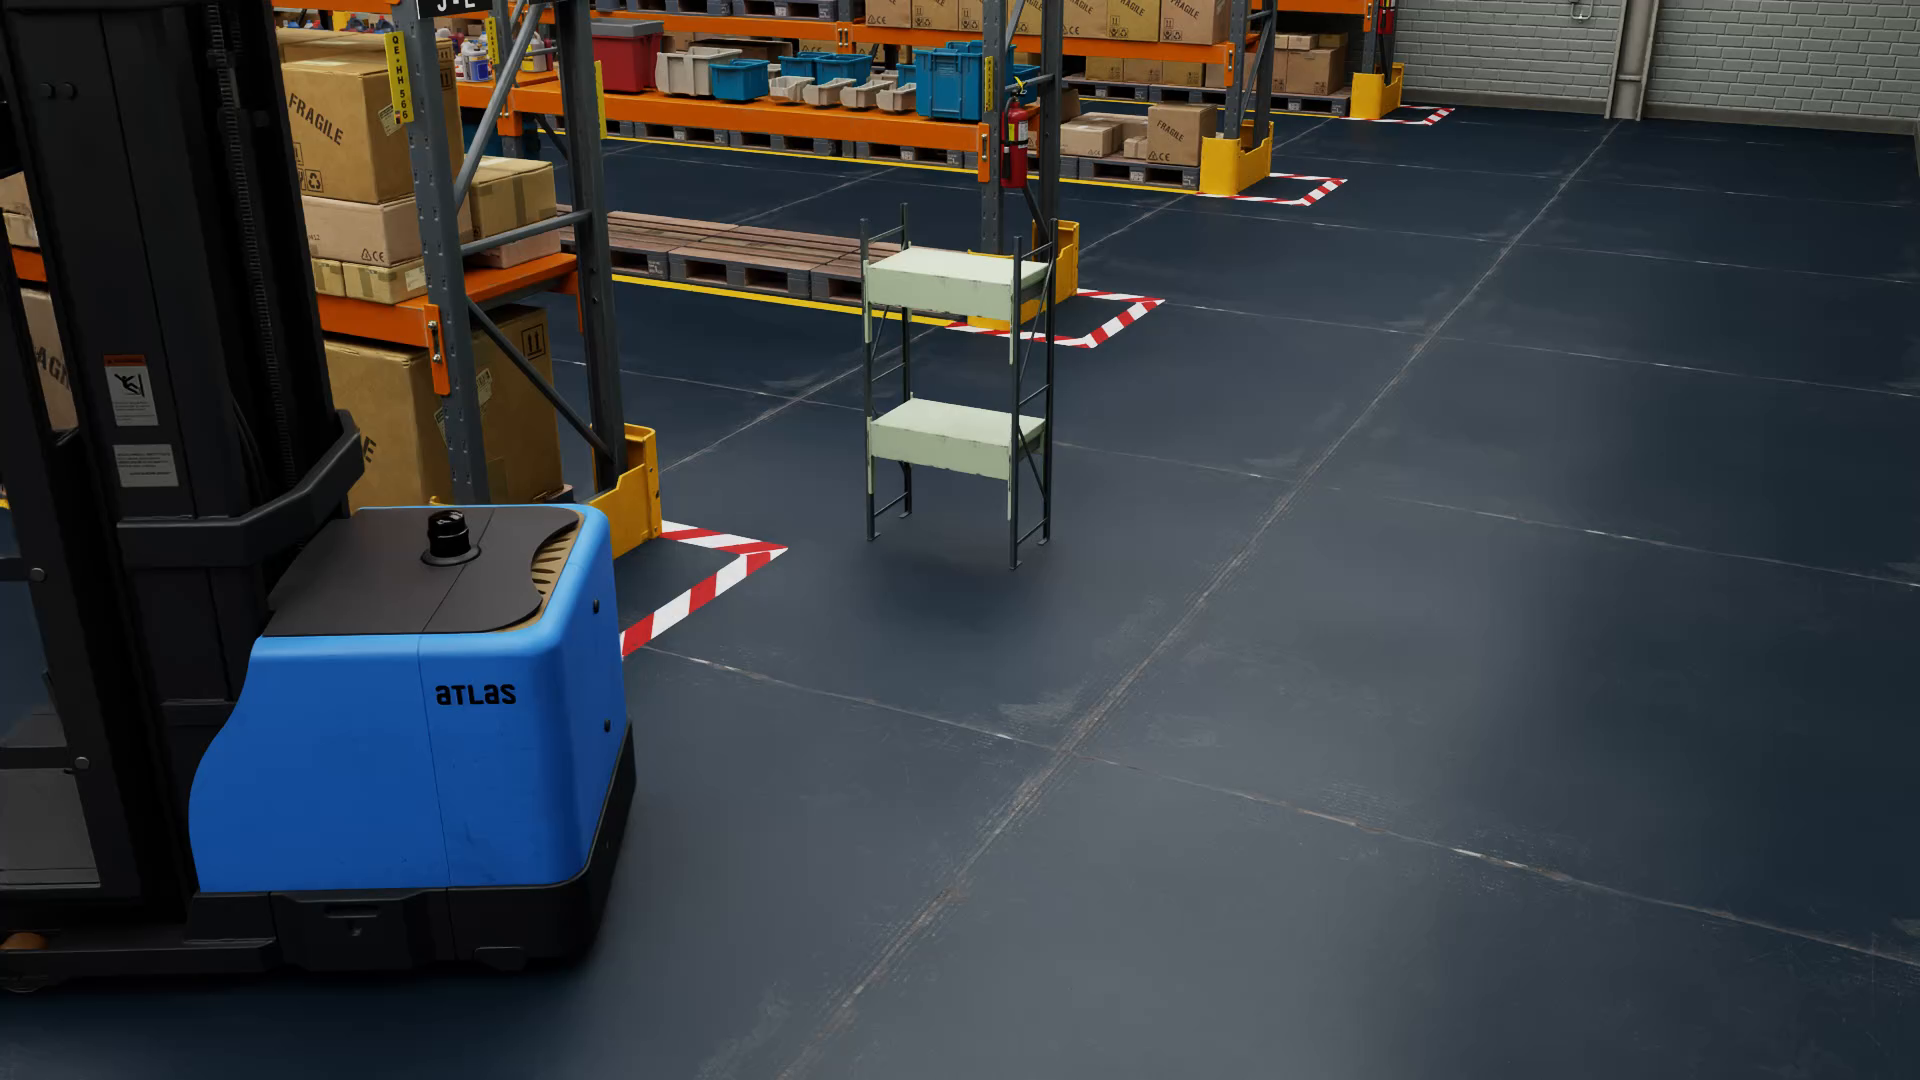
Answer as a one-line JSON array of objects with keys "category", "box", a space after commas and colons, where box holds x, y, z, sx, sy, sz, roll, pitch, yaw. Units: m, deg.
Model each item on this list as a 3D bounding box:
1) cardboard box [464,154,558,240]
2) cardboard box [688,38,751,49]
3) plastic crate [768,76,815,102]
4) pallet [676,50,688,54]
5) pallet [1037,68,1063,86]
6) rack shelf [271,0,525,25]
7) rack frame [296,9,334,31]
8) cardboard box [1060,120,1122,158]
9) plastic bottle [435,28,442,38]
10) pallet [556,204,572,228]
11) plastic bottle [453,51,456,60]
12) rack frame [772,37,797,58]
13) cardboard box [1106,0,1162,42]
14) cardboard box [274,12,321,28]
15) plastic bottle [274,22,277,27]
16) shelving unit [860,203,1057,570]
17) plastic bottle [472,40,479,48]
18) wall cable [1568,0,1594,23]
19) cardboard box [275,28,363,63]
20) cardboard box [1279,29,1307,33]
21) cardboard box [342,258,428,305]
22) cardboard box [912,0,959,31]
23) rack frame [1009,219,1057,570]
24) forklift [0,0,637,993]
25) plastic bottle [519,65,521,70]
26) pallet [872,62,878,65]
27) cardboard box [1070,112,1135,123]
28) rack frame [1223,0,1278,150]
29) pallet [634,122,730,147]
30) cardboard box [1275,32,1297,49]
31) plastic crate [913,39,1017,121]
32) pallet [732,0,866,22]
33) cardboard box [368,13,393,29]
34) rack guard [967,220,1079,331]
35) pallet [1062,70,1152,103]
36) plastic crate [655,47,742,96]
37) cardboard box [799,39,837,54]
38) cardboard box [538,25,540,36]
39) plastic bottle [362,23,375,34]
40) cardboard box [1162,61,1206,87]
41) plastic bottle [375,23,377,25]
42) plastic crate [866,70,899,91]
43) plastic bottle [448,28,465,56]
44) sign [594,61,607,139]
[{"category": "cardboard box", "box": [-2.124, -1.504, 7.265, 0.500, 0.250, 0.500, 10, 25, 23]}, {"category": "cardboard box", "box": [-2.576, -5.255, 17.948, 0.500, 0.250, 0.500, 11, 25, 24]}, {"category": "plastic crate", "box": [-1.176, -3.117, 11.506, 0.250, 0.136, 0.298, 11, 25, 25]}, {"category": "pallet", "box": [-4.034, -6.931, 23.777, 1.213, 0.211, 1.003, 11, 25, 25]}, {"category": "pallet", "box": [0.595, -5.980, 21.542, 1.213, 0.211, 1.003, 11, 25, 25]}, {"category": "rack shelf", "box": [-6.269, -6.151, 19.300, 4.000, 0.370, 1.077, 11, 25, 25]}, {"category": "rack frame", "box": [-8.054, -6.835, 19.989, 0.127, 3.000, 1.000, 11, 25, 25]}, {"category": "cardboard box", "box": [1.225, -3.842, 15.901, 0.500, 0.250, 0.500, 11, 25, 25]}, {"category": "plastic bottle", "box": [-4.055, -3.769, 12.842, 0.185, 0.351, 0.144, 11, 25, 25]}, {"category": "pallet", "box": [-3.822, -2.561, 13.502, 1.213, 0.211, 1.003, 11, 25, 25]}, {"category": "plastic bottle", "box": [-3.877, -3.621, 12.581, 0.133, 0.283, 0.061, 11, 25, 25]}, {"category": "rack frame", "box": [-2.252, -7.860, 22.398, 0.127, 3.000, 1.000, 11, 25, 25]}, {"category": "cardboard box", "box": [1.668, -4.837, 15.162, 0.500, 0.500, 0.500, 11, 26, 25]}, {"category": "cardboard box", "box": [-8.326, -6.299, 20.748, 0.500, 0.500, 0.500, 11, 25, 25]}, {"category": "plastic bottle", "box": [-5.963, -4.383, 14.372, 0.133, 0.283, 0.061, 11, 25, 25]}, {"category": "shelving unit", "box": [-0.006, -0.691, 7.459, 0.755, 1.500, 0.431, 11, 25, 25]}, {"category": "plastic bottle", "box": [-3.898, -3.928, 13.408, 0.097, 0.201, 0.097, 0, 23, 0]}, {"category": "wall cable", "box": [6.457, -7.019, 19.123, 1.851, 1.984, 0.084, 11, 25, 25]}, {"category": "cardboard box", "box": [-3.035, -2.027, 7.536, 0.500, 0.500, 0.500, 10, 25, 23]}, {"category": "cardboard box", "box": [3.967, -6.014, 19.887, 0.250, 0.149, 0.380, 11, 26, 25]}, {"category": "cardboard box", "box": [-2.284, -1.089, 6.800, 0.250, 0.149, 0.380, 12, 26, 26]}, {"category": "cardboard box", "box": [-0.124, -5.194, 16.003, 0.500, 0.500, 0.500, 12, 26, 25]}, {"category": "rack frame", "box": [0.321, -0.627, 7.307, 0.023, 1.500, 0.400, 11, 25, 25]}, {"category": "forklift", "box": [-2.592, -0.271, 4.641, 3.031, 2.935, 1.130, -1, 23, -2]}, {"category": "plastic bottle", "box": [-3.517, -3.853, 13.231, 0.097, 0.201, 0.097, 0, 23, 0]}, {"category": "pallet", "box": [-1.583, -6.411, 22.555, 1.213, 0.211, 1.003, 11, 25, 25]}, {"category": "cardboard box", "box": [1.406, -4.025, 16.333, 0.500, 0.250, 0.500, 11, 25, 25]}, {"category": "rack frame", "box": [2.656, -4.716, 15.007, 0.127, 3.000, 1.000, 11, 25, 25]}, {"category": "pallet", "box": [-2.750, -4.485, 18.026, 1.213, 0.211, 1.003, 11, 25, 25]}, {"category": "cardboard box", "box": [3.792, -5.881, 19.574, 0.250, 0.149, 0.380, 12, 26, 26]}, {"category": "plastic crate", "box": [0.034, -3.025, 10.908, 0.499, 0.435, 0.616, 11, 25, 25]}, {"category": "pallet", "box": [-1.578, -5.513, 17.127, 1.213, 0.211, 1.003, 11, 25, 25]}, {"category": "cardboard box", "box": [-8.815, -8.084, 25.799, 0.500, 0.311, 0.500, 8, 24, 19]}, {"category": "rack guard", "box": [0.445, -1.837, 11.430, 0.348, 0.500, 1.175, 11, 25, 25]}, {"category": "pallet", "box": [1.961, -5.708, 20.903, 1.213, 0.211, 1.003, 11, 25, 25]}, {"category": "plastic crate", "box": [-1.873, -3.332, 11.828, 0.530, 0.282, 0.437, 11, 25, 25]}, {"category": "cardboard box", "box": [-1.655, -6.888, 22.324, 0.750, 0.750, 0.750, 11, 25, 24]}, {"category": "cardboard box", "box": [-6.313, -7.548, 24.725, 0.250, 0.166, 0.380, 8, 24, 18]}, {"category": "plastic bottle", "box": [-4.892, -4.144, 13.811, 0.133, 0.283, 0.061, 11, 25, 25]}, {"category": "cardboard box", "box": [2.843, -5.847, 20.324, 0.500, 0.500, 0.700, 12, 26, 26]}, {"category": "plastic bottle", "box": [-4.865, -4.165, 13.861, 0.133, 0.283, 0.061, 11, 25, 25]}, {"category": "plastic crate", "box": [-0.509, -3.257, 11.836, 0.298, 0.136, 0.250, 11, 25, 25]}, {"category": "plastic bottle", "box": [-4.080, -4.010, 13.496, 0.133, 0.283, 0.061, 11, 25, 25]}, {"category": "sign", "box": [-1.562, -1.885, 7.141, 0.005, 0.325, 0.100, 11, 25, 25]}]
